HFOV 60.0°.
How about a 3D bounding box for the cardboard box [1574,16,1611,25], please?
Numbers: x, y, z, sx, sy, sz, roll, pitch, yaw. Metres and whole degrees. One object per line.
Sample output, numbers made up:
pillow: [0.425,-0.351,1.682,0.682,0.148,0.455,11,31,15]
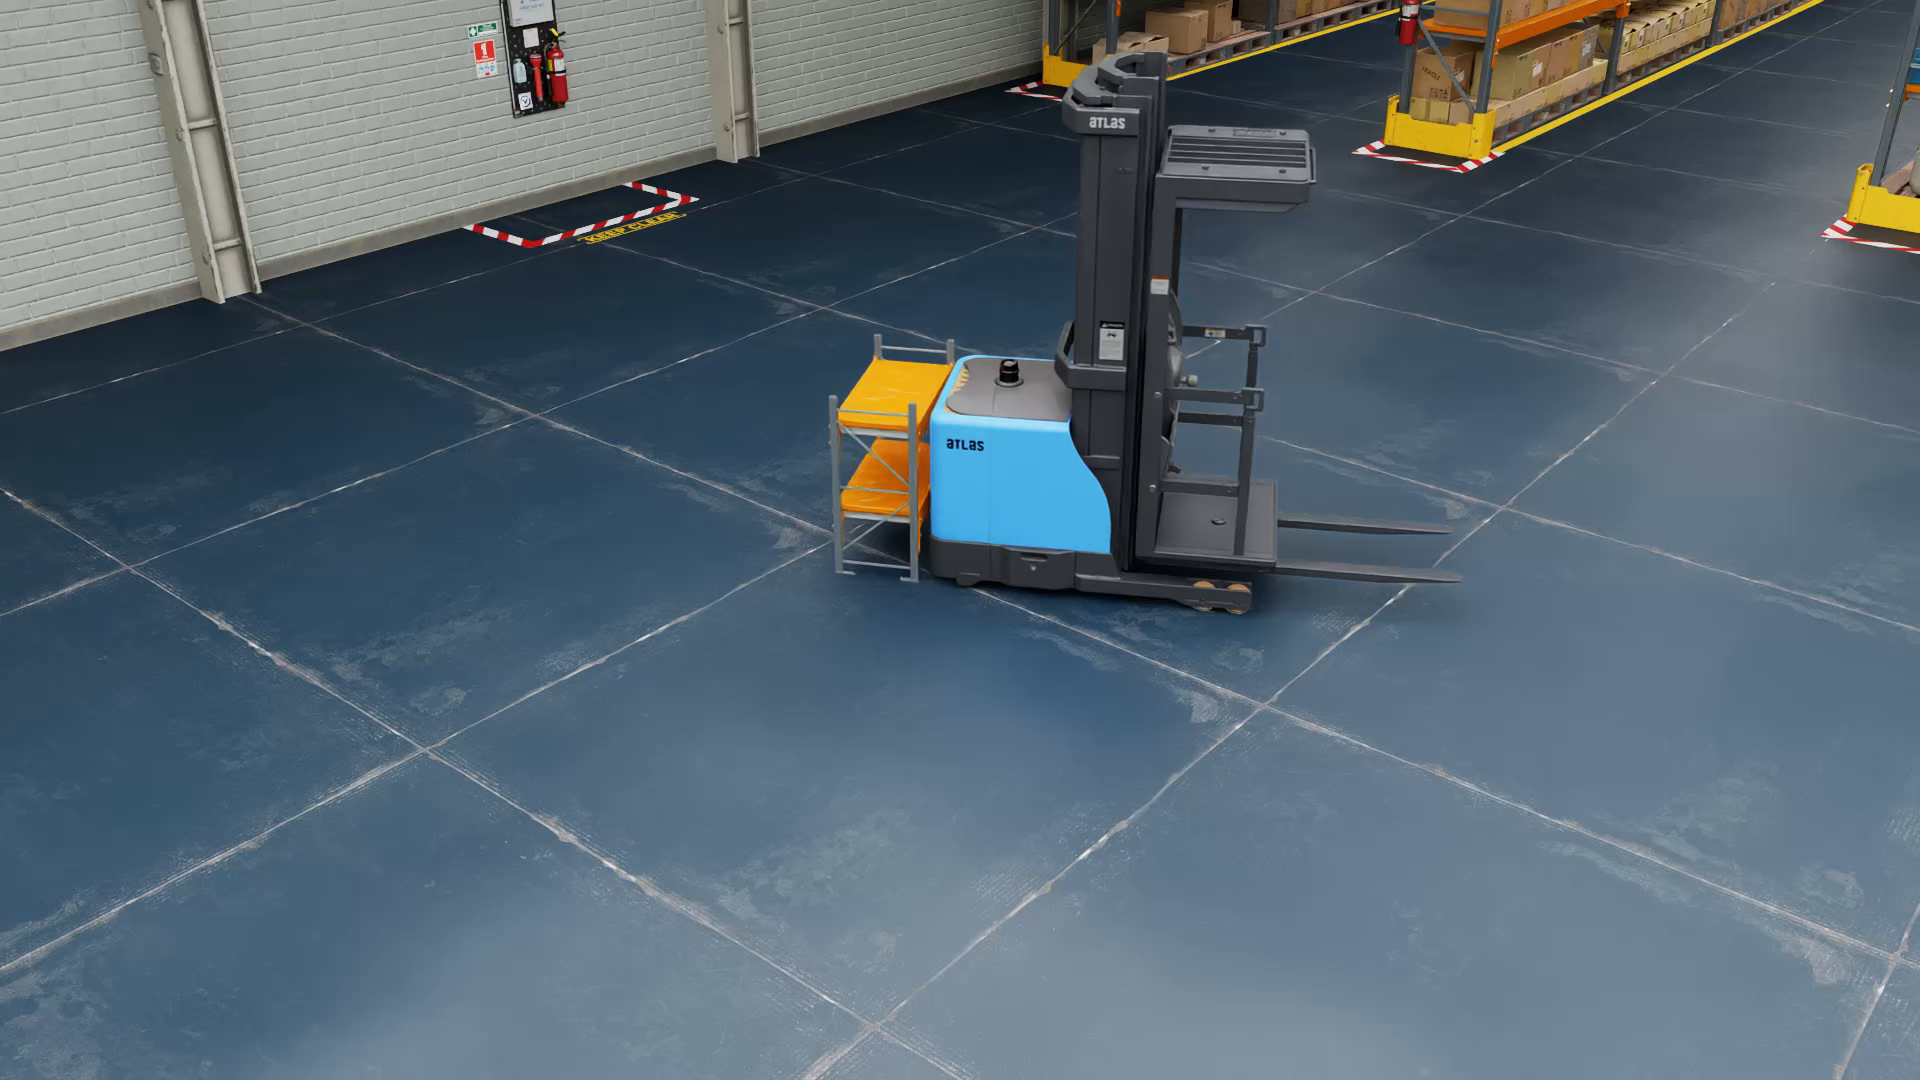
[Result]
cardboard box: [8.301,-6.808,22.071,0.500,0.311,0.500,22,34,36]

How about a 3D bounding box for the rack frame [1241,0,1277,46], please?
rack frame: [4.114,-8.626,23.660,1.000,3.000,0.127,21,34,34]

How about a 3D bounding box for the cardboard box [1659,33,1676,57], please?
cardboard box: [9.364,-6.761,22.590,0.500,0.250,0.500,22,34,35]

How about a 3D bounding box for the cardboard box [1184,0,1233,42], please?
cardboard box: [3.485,-7.332,23.400,0.500,0.500,0.500,18,32,31]

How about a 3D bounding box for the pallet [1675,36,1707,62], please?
pallet: [9.929,-7.079,23.704,1.003,0.211,1.213,21,34,34]

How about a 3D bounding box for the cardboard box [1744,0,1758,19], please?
cardboard box: [11.645,-8.125,24.933,0.500,0.500,0.500,20,34,34]

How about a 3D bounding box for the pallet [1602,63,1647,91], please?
pallet: [8.377,-6.214,22.032,1.003,0.211,1.213,21,34,34]

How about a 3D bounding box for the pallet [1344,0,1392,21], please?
pallet: [6.160,-8.529,26.508,1.003,0.211,1.213,21,34,34]

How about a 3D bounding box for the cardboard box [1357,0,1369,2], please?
cardboard box: [6.240,-8.859,26.352,0.700,0.500,0.500,21,34,35]

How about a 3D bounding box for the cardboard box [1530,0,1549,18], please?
cardboard box: [6.352,-6.330,19.112,0.700,0.500,0.500,21,34,35]

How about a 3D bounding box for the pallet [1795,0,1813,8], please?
pallet: [13.465,-9.021,27.458,1.003,0.211,1.213,21,34,34]

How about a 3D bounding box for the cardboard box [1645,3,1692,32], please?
cardboard box: [9.691,-7.190,22.810,0.500,0.311,0.500,20,34,34]

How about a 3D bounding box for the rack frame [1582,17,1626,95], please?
rack frame: [7.939,-7.180,20.864,1.000,3.000,0.127,21,34,34]

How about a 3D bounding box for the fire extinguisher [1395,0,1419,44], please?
fire extinguisher: [4.961,-5.821,18.322,0.296,0.674,0.183,21,34,34]

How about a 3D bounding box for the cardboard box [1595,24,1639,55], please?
cardboard box: [8.394,-6.468,21.413,0.500,0.311,0.500,21,34,35]

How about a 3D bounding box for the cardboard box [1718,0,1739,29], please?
cardboard box: [10.993,-7.761,24.230,0.500,0.500,0.500,22,35,36]

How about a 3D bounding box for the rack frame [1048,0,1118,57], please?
rack frame: [1.570,-7.208,20.919,1.000,3.000,0.127,21,34,34]

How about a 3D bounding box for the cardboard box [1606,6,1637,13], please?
cardboard box: [8.943,-7.161,22.754,0.500,0.311,0.500,20,34,34]

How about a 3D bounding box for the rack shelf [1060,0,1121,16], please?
rack shelf: [2.842,-7.598,22.455,1.077,0.370,4.000,21,34,34]

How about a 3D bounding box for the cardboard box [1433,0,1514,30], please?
cardboard box: [5.701,-5.968,18.413,0.700,0.500,0.500,21,34,34]

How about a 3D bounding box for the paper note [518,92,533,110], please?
paper note: [-4.236,-4.283,16.223,0.016,0.148,0.142,21,34,34]

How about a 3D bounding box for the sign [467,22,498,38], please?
sign: [-4.492,-4.801,15.651,0.001,0.109,0.331,21,34,34]

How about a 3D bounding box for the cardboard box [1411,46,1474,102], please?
cardboard box: [5.506,-5.337,19.022,0.500,0.500,0.500,21,34,34]

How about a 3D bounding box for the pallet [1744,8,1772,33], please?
pallet: [11.763,-8.044,25.569,1.003,0.211,1.213,21,34,34]

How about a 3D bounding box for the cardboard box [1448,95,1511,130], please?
cardboard box: [5.907,-4.852,18.900,0.500,0.250,0.500,21,34,34]

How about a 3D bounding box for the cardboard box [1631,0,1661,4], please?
cardboard box: [9.596,-7.524,23.454,0.500,0.311,0.500,20,33,33]

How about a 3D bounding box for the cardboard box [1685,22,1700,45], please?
cardboard box: [10.011,-7.122,23.288,0.500,0.250,0.500,20,34,34]

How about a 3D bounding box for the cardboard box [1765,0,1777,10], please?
cardboard box: [12.294,-8.492,25.643,0.500,0.500,0.500,21,34,35]

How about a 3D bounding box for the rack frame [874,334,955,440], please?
rack frame: [-0.281,-0.742,10.460,0.500,1.125,0.032,6,28,11]

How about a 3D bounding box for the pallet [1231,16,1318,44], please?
pallet: [4.608,-7.664,24.836,1.003,0.211,1.213,21,34,34]

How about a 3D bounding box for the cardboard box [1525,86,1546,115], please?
cardboard box: [6.541,-5.208,19.587,0.500,0.250,0.500,21,34,34]

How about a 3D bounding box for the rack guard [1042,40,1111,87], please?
rack guard: [1.618,-6.125,21.545,1.175,0.500,0.348,21,34,34]

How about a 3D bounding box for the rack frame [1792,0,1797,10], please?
rack frame: [13.027,-10.016,26.347,1.000,3.000,0.127,21,34,34]

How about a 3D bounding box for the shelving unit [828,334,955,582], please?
shelving unit: [-0.386,-0.513,10.018,0.538,1.125,1.048,6,28,11]

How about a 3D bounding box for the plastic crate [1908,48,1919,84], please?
plastic crate: [9.302,-4.512,15.868,0.499,0.251,0.616,21,34,34]

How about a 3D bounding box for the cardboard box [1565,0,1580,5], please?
cardboard box: [7.009,-6.700,19.827,0.700,0.500,0.500,21,34,35]

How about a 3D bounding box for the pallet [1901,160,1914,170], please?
pallet: [10.523,-3.832,17.428,1.003,0.211,1.213,21,34,34]

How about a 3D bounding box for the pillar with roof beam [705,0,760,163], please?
pillar with roof beam: [0.853,-6.988,13.965,9.100,9.000,0.400,21,34,34]

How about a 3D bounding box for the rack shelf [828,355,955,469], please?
rack shelf: [-0.386,-0.773,9.884,0.538,0.278,1.000,6,28,11]

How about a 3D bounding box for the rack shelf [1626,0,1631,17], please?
rack shelf: [9.211,-7.569,22.400,1.077,0.370,4.000,21,34,34]

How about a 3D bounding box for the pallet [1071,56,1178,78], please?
pallet: [2.162,-6.274,22.149,1.003,0.211,1.213,21,34,34]

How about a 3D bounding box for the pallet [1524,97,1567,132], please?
pallet: [6.625,-5.237,20.144,1.003,0.211,1.213,21,34,34]

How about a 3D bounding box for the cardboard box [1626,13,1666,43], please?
cardboard box: [9.045,-6.828,22.109,0.500,0.311,0.500,19,33,33]

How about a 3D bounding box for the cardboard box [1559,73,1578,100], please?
cardboard box: [7.180,-5.561,20.270,0.500,0.250,0.500,21,34,34]

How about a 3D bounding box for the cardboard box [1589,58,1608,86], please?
cardboard box: [7.812,-5.917,20.958,0.500,0.250,0.500,21,34,34]

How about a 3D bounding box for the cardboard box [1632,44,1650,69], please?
cardboard box: [8.713,-6.397,21.886,0.500,0.250,0.500,22,34,36]

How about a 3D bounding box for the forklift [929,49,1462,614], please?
forklift: [1.383,-1.146,9.276,3.031,2.935,1.130,5,28,9]

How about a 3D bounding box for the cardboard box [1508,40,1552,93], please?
cardboard box: [6.532,-5.544,19.422,0.500,0.500,0.500,21,34,34]

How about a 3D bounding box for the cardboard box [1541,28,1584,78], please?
cardboard box: [7.170,-5.898,20.105,0.500,0.500,0.500,21,34,34]

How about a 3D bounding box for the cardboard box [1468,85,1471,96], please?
cardboard box: [5.816,-5.184,19.542,0.500,0.250,0.500,21,34,34]

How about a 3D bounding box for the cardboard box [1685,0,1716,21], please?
cardboard box: [10.340,-7.555,23.514,0.500,0.311,0.500,22,34,36]

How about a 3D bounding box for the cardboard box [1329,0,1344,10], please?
cardboard box: [5.529,-8.526,25.708,0.700,0.500,0.500,21,34,34]

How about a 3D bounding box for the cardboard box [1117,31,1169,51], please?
cardboard box: [2.442,-6.630,22.250,0.500,0.311,0.500,24,36,38]

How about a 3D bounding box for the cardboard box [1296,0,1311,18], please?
cardboard box: [4.859,-8.175,25.030,0.700,0.500,0.500,20,33,33]

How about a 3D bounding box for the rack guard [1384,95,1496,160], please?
rack guard: [5.379,-4.643,18.681,1.175,0.500,0.348,21,34,34]
